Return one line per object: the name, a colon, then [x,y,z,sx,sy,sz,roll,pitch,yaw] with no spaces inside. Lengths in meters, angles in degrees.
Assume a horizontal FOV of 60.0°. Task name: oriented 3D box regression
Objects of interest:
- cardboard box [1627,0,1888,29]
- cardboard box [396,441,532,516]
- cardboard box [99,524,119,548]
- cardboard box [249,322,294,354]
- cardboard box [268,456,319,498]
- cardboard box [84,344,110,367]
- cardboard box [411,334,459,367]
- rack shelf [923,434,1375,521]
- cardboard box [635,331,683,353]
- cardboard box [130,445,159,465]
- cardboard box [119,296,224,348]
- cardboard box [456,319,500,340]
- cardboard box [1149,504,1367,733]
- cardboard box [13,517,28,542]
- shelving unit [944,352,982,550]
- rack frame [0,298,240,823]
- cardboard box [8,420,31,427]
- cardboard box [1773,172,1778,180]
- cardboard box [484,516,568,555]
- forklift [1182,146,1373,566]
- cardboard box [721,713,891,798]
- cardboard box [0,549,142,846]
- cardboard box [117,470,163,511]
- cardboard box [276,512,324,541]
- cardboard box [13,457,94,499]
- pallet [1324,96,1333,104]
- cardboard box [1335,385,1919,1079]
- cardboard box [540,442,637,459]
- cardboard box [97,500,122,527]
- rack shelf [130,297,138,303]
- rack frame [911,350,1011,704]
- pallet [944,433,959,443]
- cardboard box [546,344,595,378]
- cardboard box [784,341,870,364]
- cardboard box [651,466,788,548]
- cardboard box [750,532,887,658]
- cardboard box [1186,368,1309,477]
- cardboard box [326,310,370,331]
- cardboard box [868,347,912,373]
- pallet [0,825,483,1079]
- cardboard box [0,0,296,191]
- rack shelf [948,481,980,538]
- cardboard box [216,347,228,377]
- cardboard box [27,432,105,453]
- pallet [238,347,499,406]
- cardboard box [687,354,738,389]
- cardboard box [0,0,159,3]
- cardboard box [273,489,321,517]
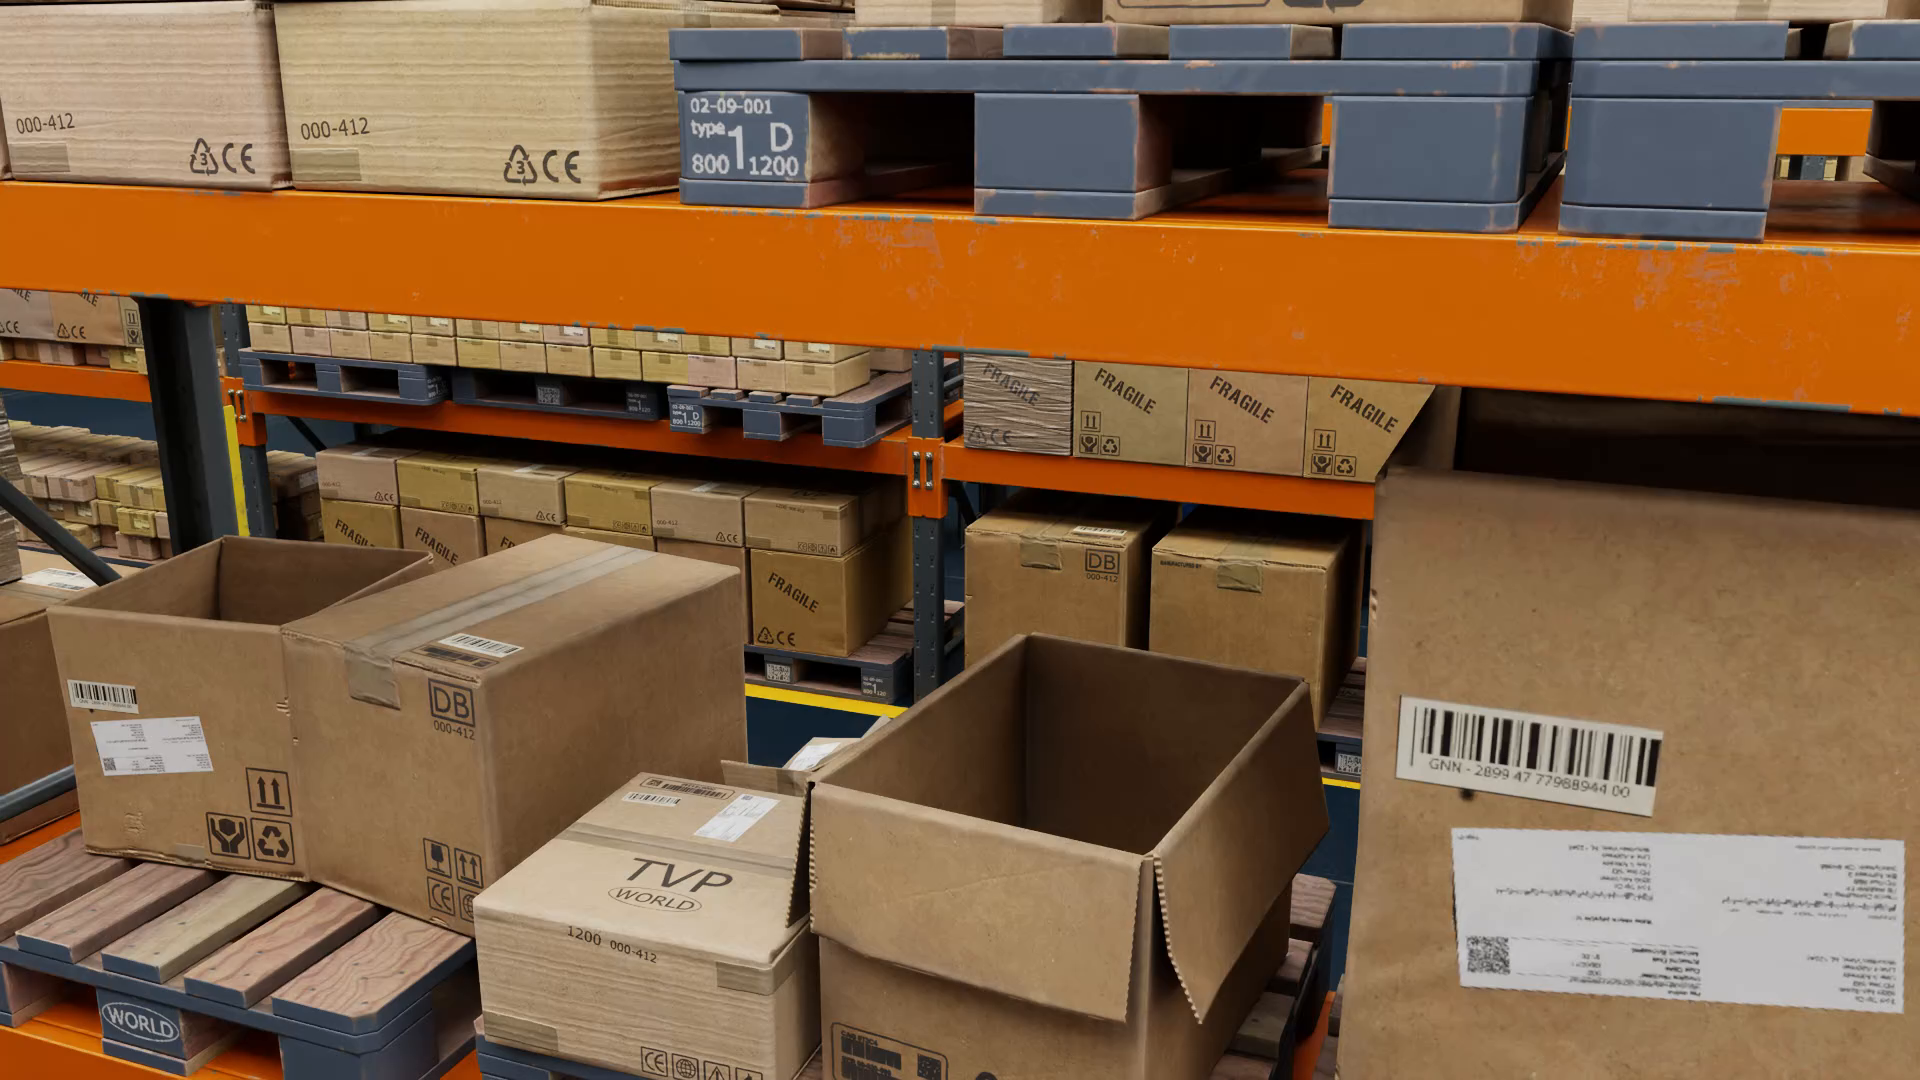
cardboard box: [0.916,-0.723,1.890,0.258,0.266,0.396,7,18,23]
cardboard box: [-2.614,-0.332,8.824,0.500,0.250,0.500,7,18,22]
cardboard box: [-4.871,-0.070,9.896,0.250,0.149,0.380,6,17,19]
cardboard box: [-3.503,-1.090,8.747,0.250,0.149,0.380,5,17,18]
cardboard box: [-3.945,-0.376,9.883,0.250,0.149,0.380,7,18,23]
cardboard box: [-4.773,-1.102,9.540,0.250,0.149,0.380,6,17,19]
cardboard box: [-2.542,-0.985,8.384,0.250,0.149,0.380,5,17,18]
rack shelf: [1.881,-0.210,7.306,4.000,0.370,1.077,6,17,21]
cardboard box: [-1.333,-0.995,7.885,0.250,0.149,0.380,6,17,21]
cardboard box: [-4.891,-0.501,10.312,0.250,0.149,0.380,7,17,22]
cardboard box: [-4.254,-1.336,9.183,0.500,0.500,0.500,6,17,21]
cardboard box: [-2.281,-1.100,8.248,0.250,0.149,0.380,6,17,20]
cardboard box: [1.368,0.293,7.566,0.750,0.750,1.050,7,17,21]
cardboard box: [-5.608,-0.119,10.065,0.250,0.149,0.380,6,17,21]
shelving unit: [-0.154,-1.025,10.439,0.503,2.100,0.431,6,17,21]
rack frame: [-1.894,0.516,3.515,0.127,3.000,1.000,6,17,21]
cardboard box: [-6.336,-0.674,10.908,0.250,0.149,0.380,6,17,19]
cardboard box: [7.675,-3.326,15.407,0.250,0.149,0.380,6,17,20]
cardboard box: [-2.125,0.078,8.756,0.500,0.500,0.500,7,17,22]
forklift: [2.052,-1.216,9.606,3.031,2.935,1.130,5,17,16]
cardboard box: [-0.243,0.480,3.129,0.258,0.266,0.396,6,17,19]
cardboard box: [-2.246,0.348,3.916,0.500,0.500,0.500,7,18,22]
cardboard box: [-4.614,-0.296,9.605,0.250,0.149,0.380,6,17,20]
cardboard box: [-3.921,-0.122,10.075,0.250,0.149,0.380,5,17,18]
cardboard box: [-5.367,-0.371,9.863,0.250,0.149,0.380,6,17,19]
pallet: [1.680,-1.944,6.948,1.213,0.211,1.003,7,18,23]
cardboard box: [1.140,0.318,2.369,1.000,1.000,1.000,6,17,21]
cardboard box: [-1.945,-0.413,9.103,0.500,0.250,0.500,5,17,18]
cardboard box: [-4.820,-0.193,9.784,0.250,0.149,0.380,6,17,21]
rack shelf: [-3.754,-0.783,3.902,4.000,0.370,1.077,6,17,21]
rack frame: [0.020,-0.760,7.911,0.127,3.000,1.000,6,17,21]
pallet: [-0.094,-0.940,13.534,1.213,0.211,1.003,6,17,21]
cardboard box: [-1.798,-0.905,8.107,0.250,0.149,0.380,7,18,22]
cardboard box: [-0.606,-0.916,7.613,0.250,0.149,0.380,7,17,22]
cardboard box: [-1.186,-0.172,8.271,0.500,0.250,0.500,7,17,21]
cardboard box: [-0.688,0.239,8.199,0.500,0.500,0.500,6,17,20]
cardboard box: [1.282,-0.589,7.143,0.500,0.500,0.500,6,17,21]
cardboard box: [-3.021,-1.181,8.526,0.250,0.149,0.380,7,17,22]
cardboard box: [-0.322,-0.939,8.225,0.250,0.149,0.380,6,17,20]
pallet: [-1.192,0.654,3.386,1.003,0.211,1.213,6,17,21]
cardboard box: [-1.072,-0.686,2.544,0.500,0.250,0.500,7,17,22]
rack shelf: [-0.154,-0.340,10.638,0.480,0.518,0.431,6,17,21]
cardboard box: [-4.052,-1.017,9.247,0.250,0.149,0.380,6,17,20]
cardboard box: [-5.644,-0.562,10.523,0.250,0.149,0.380,6,17,19]
pallet: [-3.043,-0.961,8.948,1.213,0.211,1.003,6,17,21]
cardboard box: [-1.077,-0.824,7.830,0.250,0.149,0.380,7,17,22]
cardboard box: [-1.080,-1.045,2.436,0.500,0.500,0.500,6,17,21]
cardboard box: [-3.920,-0.265,10.031,0.250,0.149,0.380,7,18,23]
